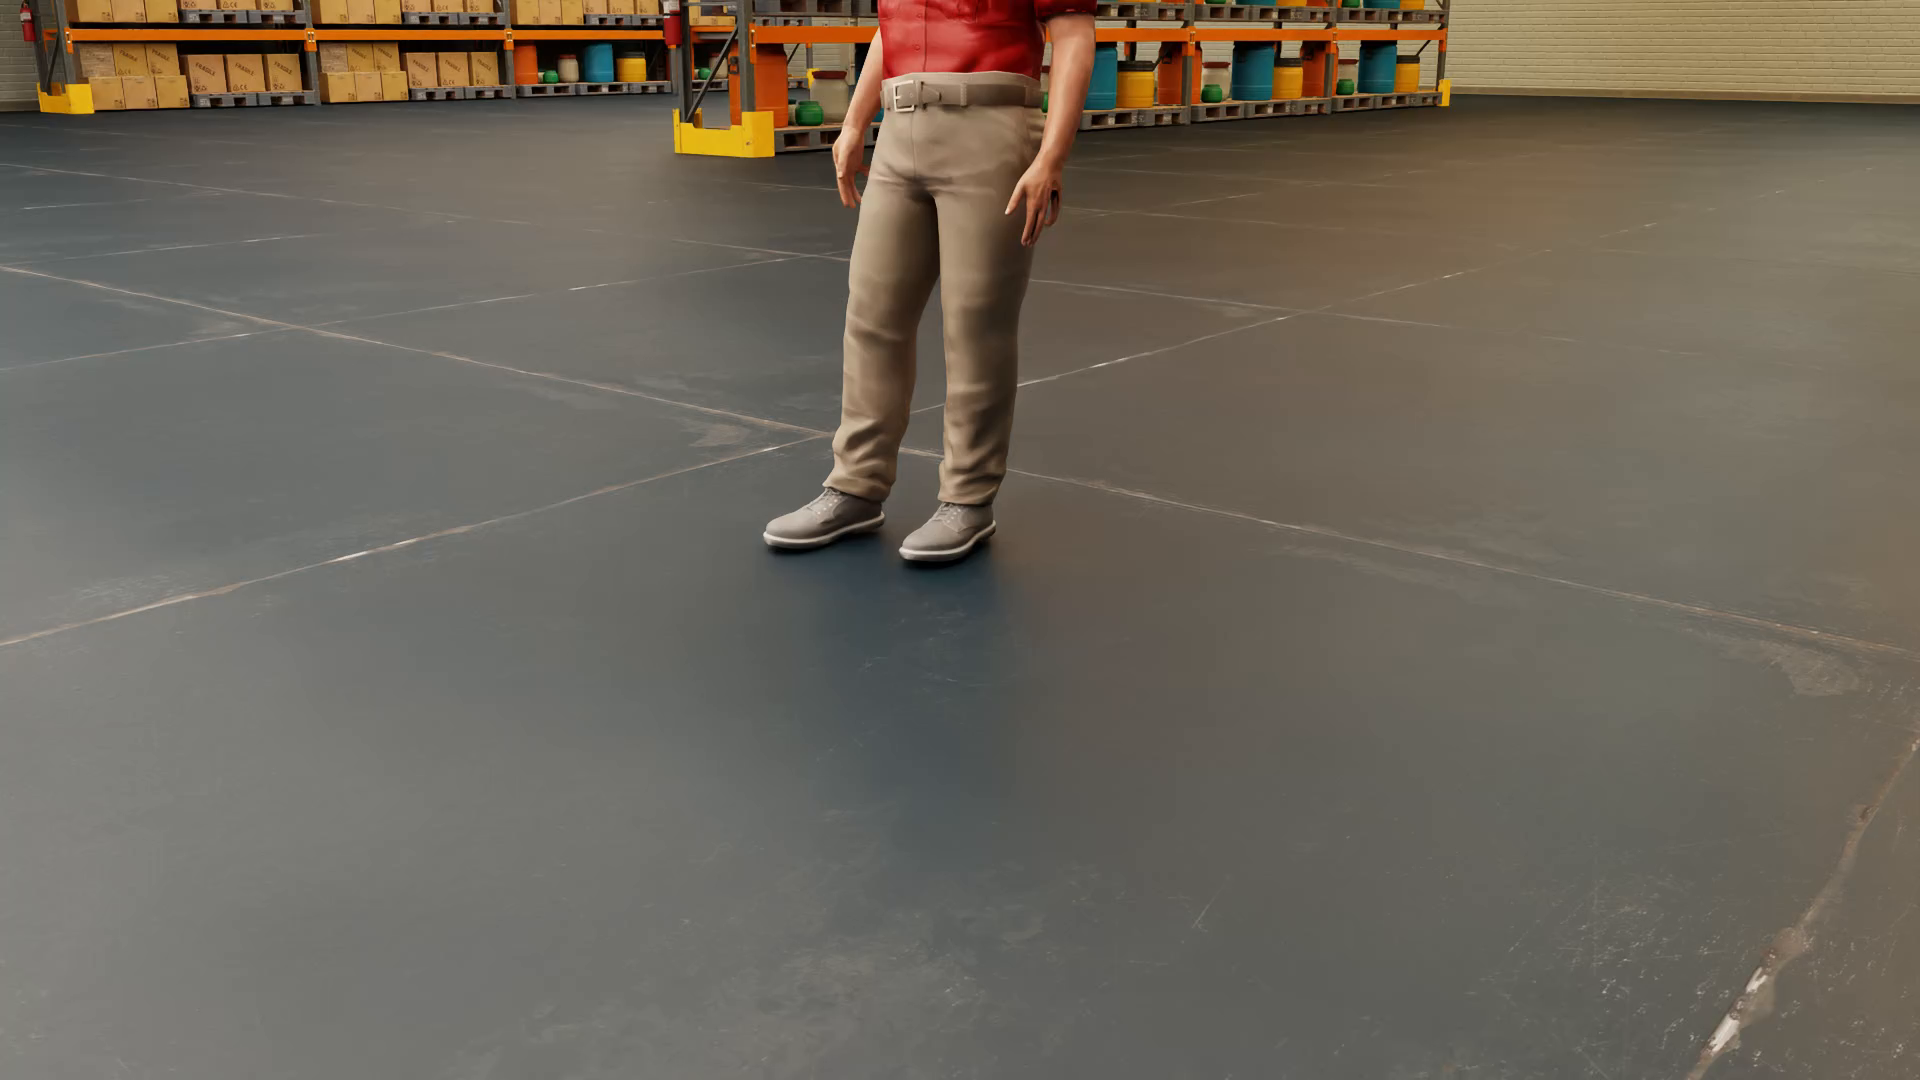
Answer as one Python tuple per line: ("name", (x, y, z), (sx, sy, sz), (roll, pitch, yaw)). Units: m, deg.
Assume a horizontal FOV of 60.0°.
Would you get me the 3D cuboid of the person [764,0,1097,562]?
("person", (-0.067, -0.816, 3.630), (0.640, 1.727, 0.551), (13, 21, 37))
